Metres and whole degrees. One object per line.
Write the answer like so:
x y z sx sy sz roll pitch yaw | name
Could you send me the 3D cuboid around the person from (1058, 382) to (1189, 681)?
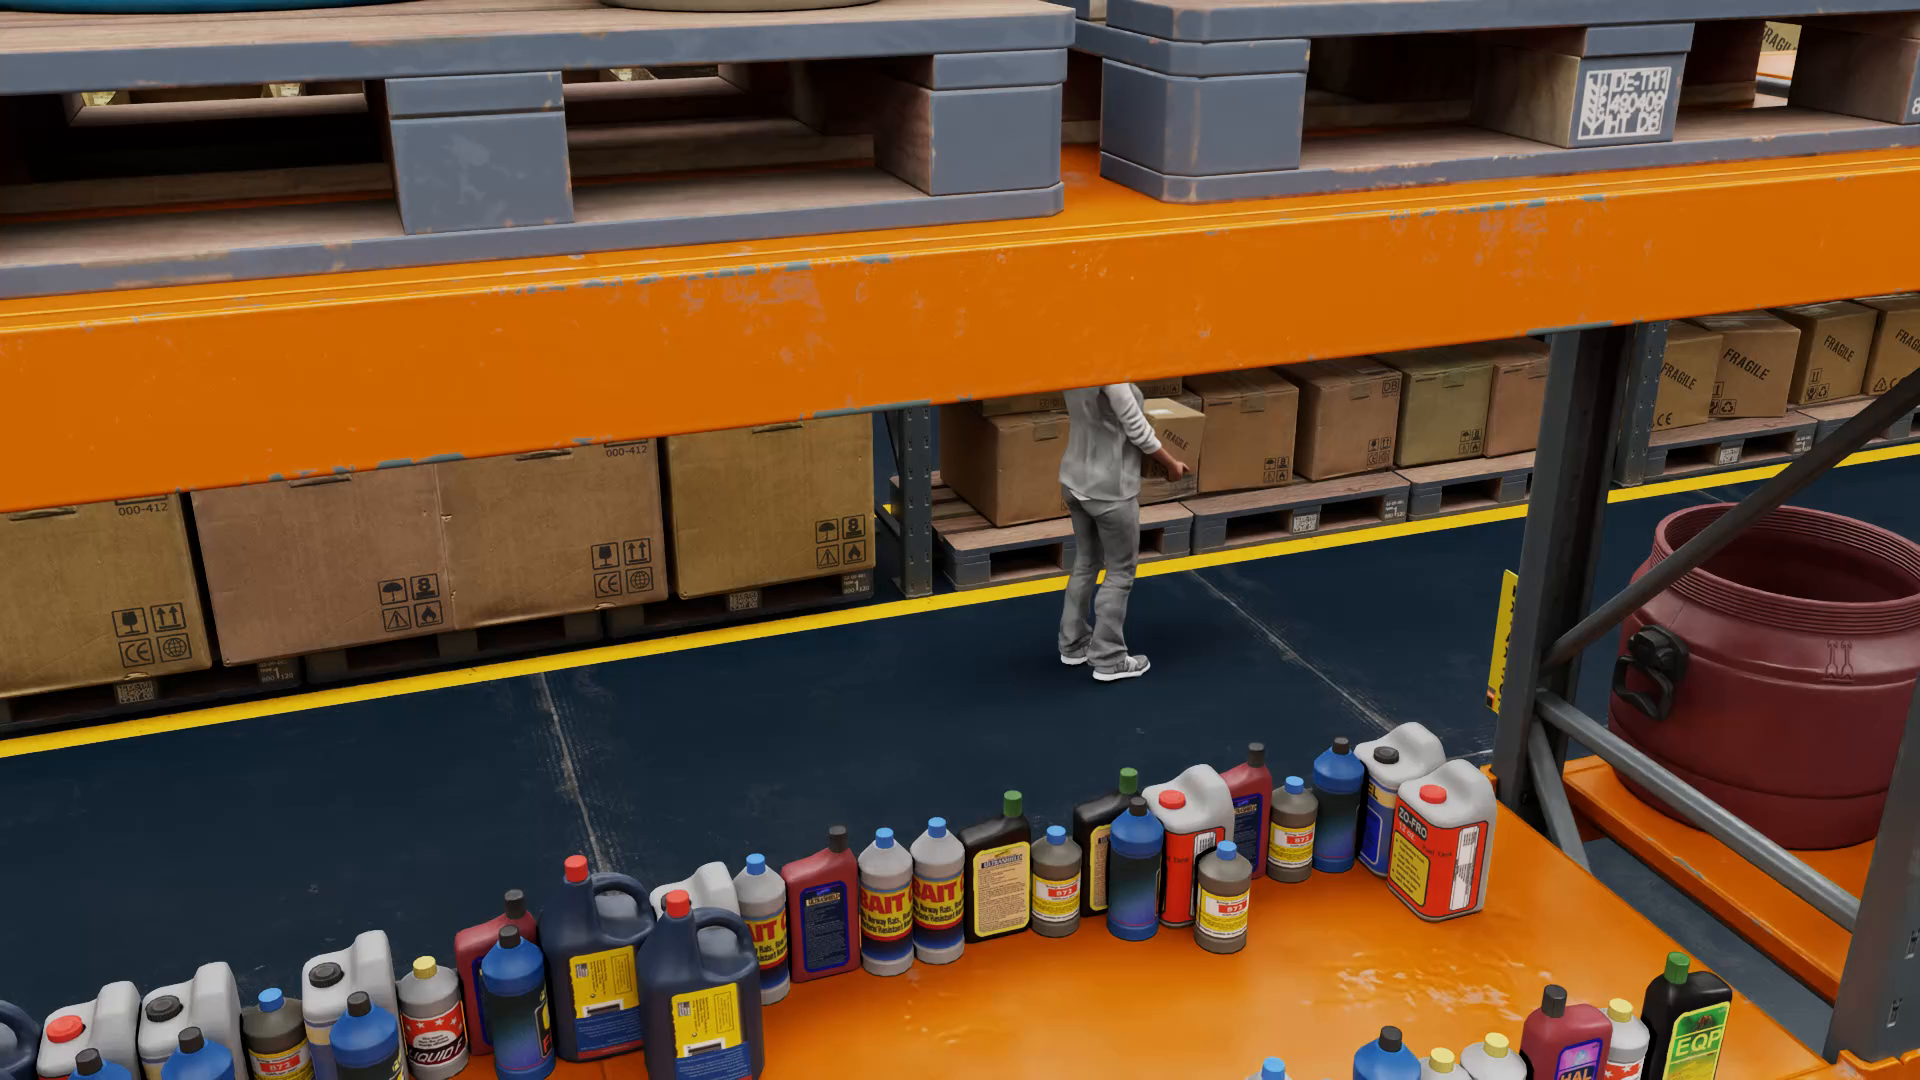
0.632 -0.213 6.619 0.490 1.592 0.403 -13 26 -28 | person
